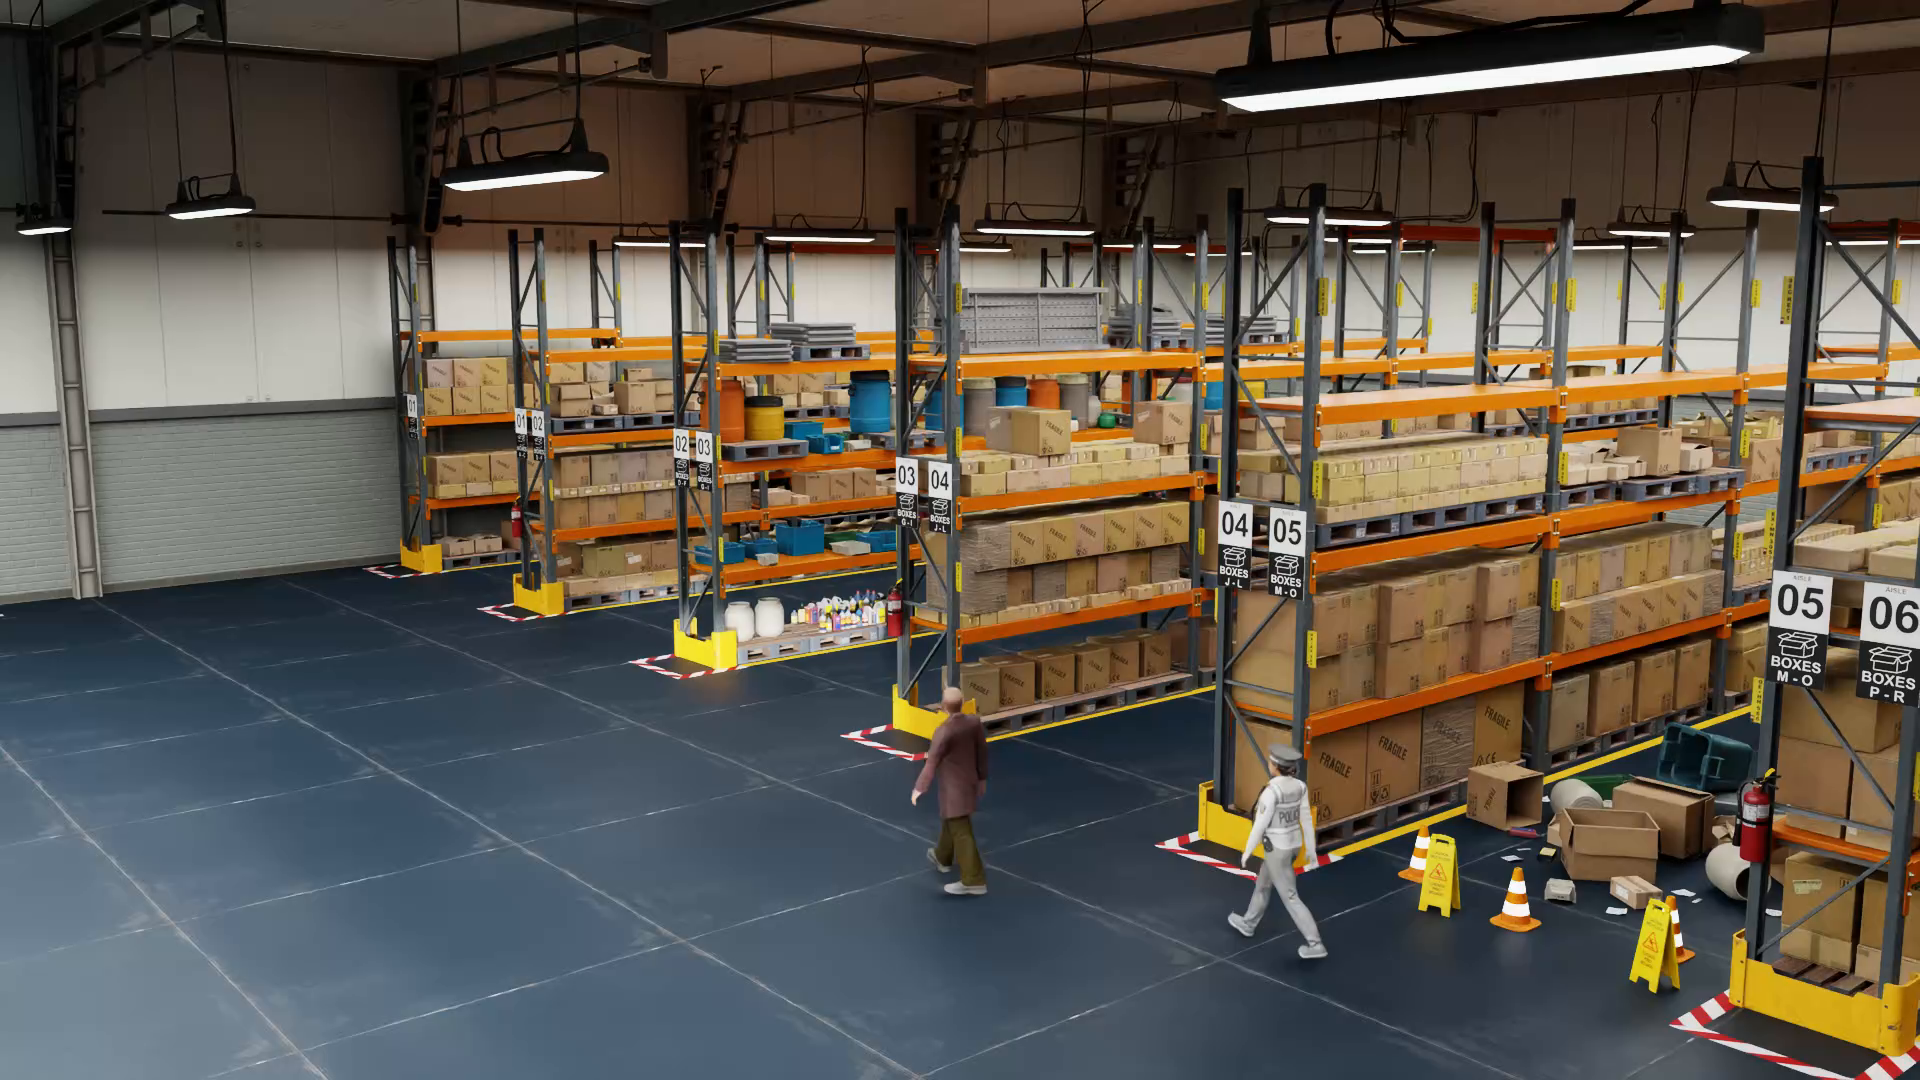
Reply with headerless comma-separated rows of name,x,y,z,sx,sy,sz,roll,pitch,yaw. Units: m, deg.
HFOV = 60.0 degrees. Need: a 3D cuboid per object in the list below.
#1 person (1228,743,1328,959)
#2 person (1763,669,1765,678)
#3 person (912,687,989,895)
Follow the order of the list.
person,2.452,2.385,12.893,1.001,1.632,0.478,7,11,38
person,9.359,1.451,18.908,0.519,1.675,0.477,-1,9,-6
person,-0.066,2.105,14.341,0.855,1.749,0.727,5,10,28
